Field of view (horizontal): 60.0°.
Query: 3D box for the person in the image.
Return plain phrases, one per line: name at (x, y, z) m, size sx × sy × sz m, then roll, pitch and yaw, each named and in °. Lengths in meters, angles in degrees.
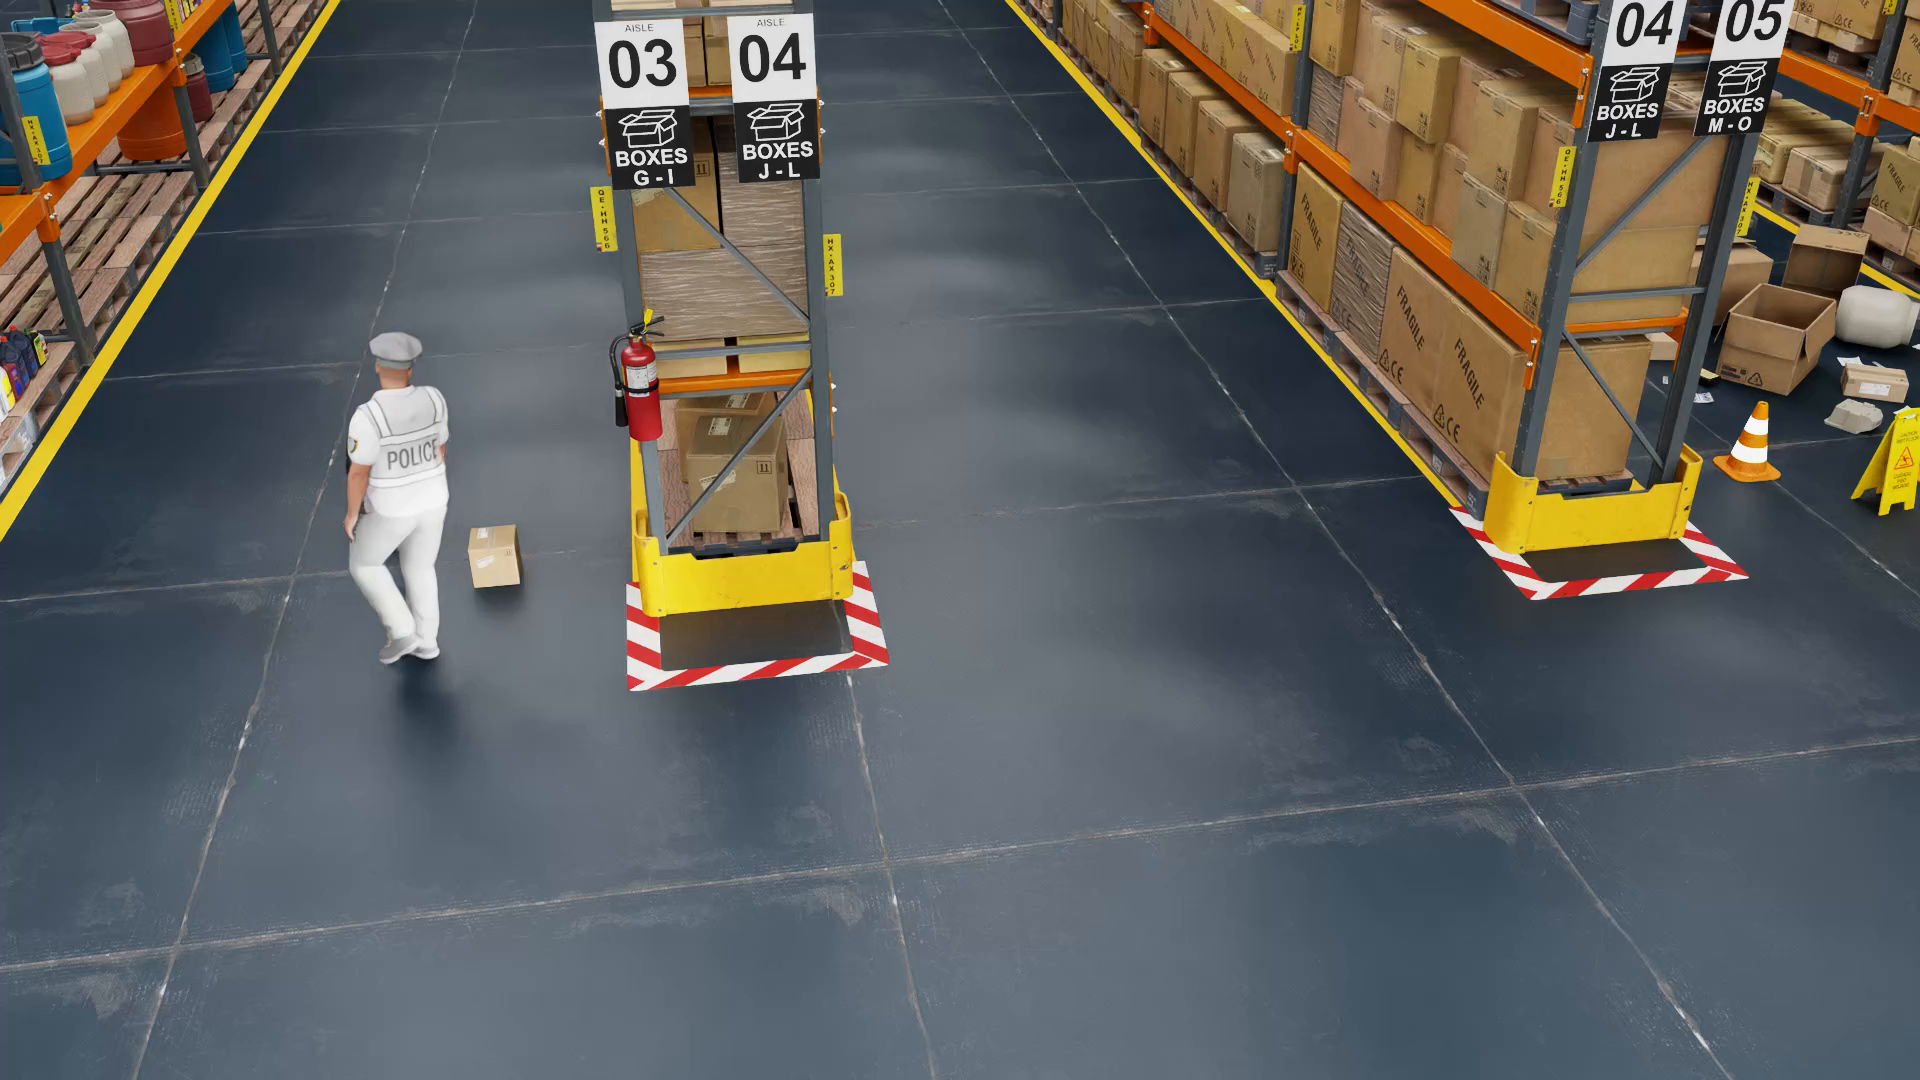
person at (-2.819, -0.184, 8.431) m, size 0.450 × 1.740 × 0.597 m, roll 24°, pitch 38°, yaw 35°
